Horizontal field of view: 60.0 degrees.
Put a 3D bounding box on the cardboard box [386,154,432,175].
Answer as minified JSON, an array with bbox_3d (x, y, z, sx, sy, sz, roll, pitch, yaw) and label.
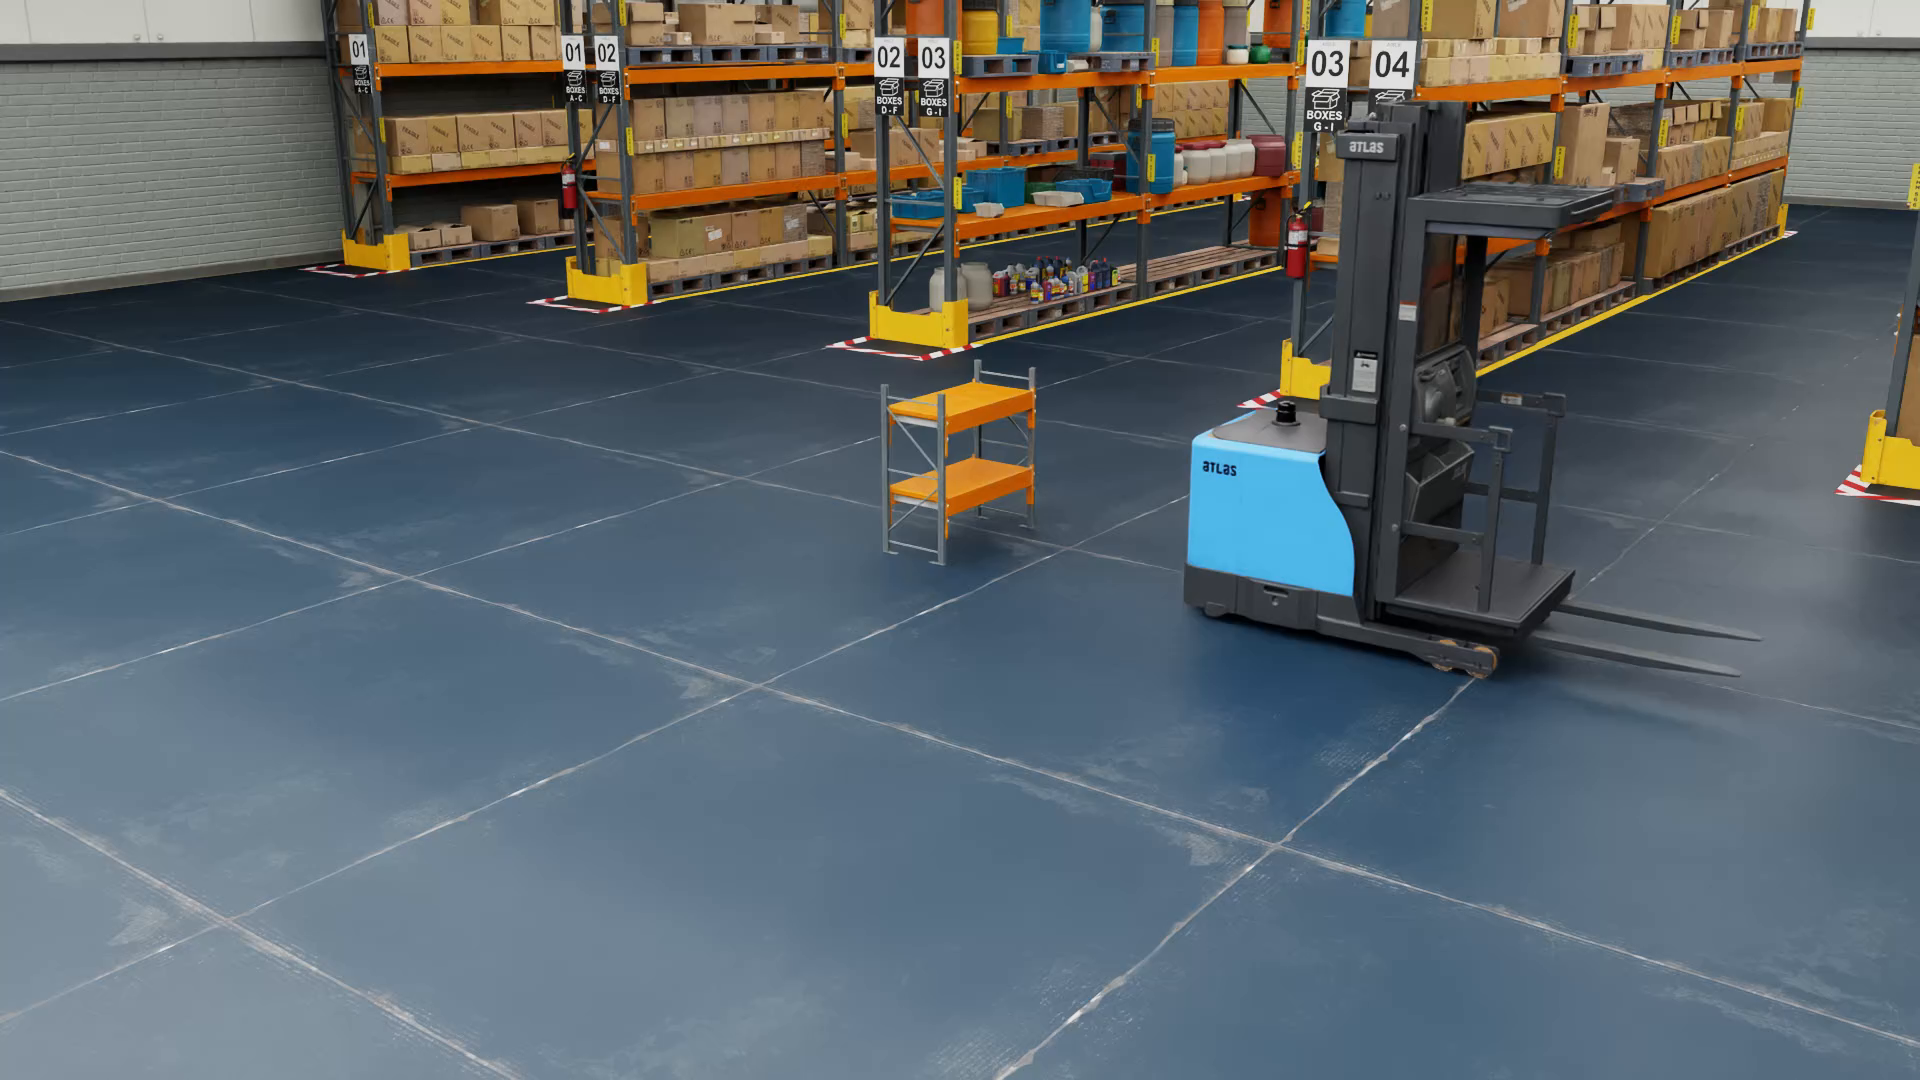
[{"bbox_3d":[-7.874,-5.347,23.624,0.500,0.250,0.500,12,21,33],"label":"cardboard box"}]

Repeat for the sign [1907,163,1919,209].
[{"bbox_3d":[7.010,-2.588,12.168,0.100,0.325,0.005,12,21,35],"label":"sign"}]

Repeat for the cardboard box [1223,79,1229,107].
[{"bbox_3d":[5.049,-8.656,32.206,0.500,0.500,0.500,12,21,34],"label":"cardboard box"}]

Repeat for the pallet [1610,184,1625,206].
[{"bbox_3d":[7.134,-4.058,19.578,1.003,0.211,1.213,12,21,35],"label":"pallet"}]

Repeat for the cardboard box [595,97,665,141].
[{"bbox_3d":[-4.120,-5.264,20.780,0.700,0.500,0.500,13,21,35],"label":"cardboard box"}]

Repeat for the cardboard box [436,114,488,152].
[{"bbox_3d":[-7.279,-5.944,24.281,0.500,0.500,0.500,12,21,33],"label":"cardboard box"}]

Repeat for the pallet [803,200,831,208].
[{"bbox_3d":[-3.123,-6.097,30.523,1.003,0.211,1.213,12,21,35],"label":"pallet"}]

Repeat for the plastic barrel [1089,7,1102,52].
[{"bbox_3d":[1.505,-6.170,20.100,0.421,0.512,0.421,0,17,0],"label":"plastic barrel"}]

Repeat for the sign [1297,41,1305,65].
[{"bbox_3d":[4.749,-6.791,23.173,0.100,0.325,0.005,12,21,35],"label":"sign"}]

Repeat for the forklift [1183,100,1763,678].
[{"bbox_3d":[2.827,-0.841,9.010,3.031,2.935,1.130,11,21,32],"label":"forklift"}]

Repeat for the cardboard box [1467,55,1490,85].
[{"bbox_3d":[4.609,-4.395,15.532,0.500,0.250,0.500,12,21,34],"label":"cardboard box"}]

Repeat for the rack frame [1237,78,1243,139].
[{"bbox_3d":[5.094,-8.286,32.867,1.000,3.000,0.127,12,21,35],"label":"rack frame"}]

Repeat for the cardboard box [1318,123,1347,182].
[{"bbox_3d":[3.643,-3.565,15.311,0.500,0.500,0.500,12,21,35],"label":"cardboard box"}]

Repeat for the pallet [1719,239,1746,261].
[{"bbox_3d":[11.180,-4.417,25.112,1.003,0.211,1.213,12,21,35],"label":"pallet"}]

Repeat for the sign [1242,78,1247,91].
[{"bbox_3d":[5.528,-8.887,32.317,0.100,0.325,0.005,12,21,35],"label":"sign"}]

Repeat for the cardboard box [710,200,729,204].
[{"bbox_3d":[-4.441,-5.988,28.942,0.700,0.500,0.500,12,21,35],"label":"cardboard box"}]

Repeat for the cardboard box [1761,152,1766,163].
[{"bbox_3d":[12.189,-5.907,25.632,0.380,0.149,0.250,13,21,36],"label":"cardboard box"}]

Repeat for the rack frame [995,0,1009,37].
[{"bbox_3d":[0.327,-9.245,25.842,1.000,3.000,0.127,12,21,35],"label":"rack frame"}]

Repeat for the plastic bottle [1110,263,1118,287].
[{"bbox_3d":[1.898,-3.291,20.623,0.061,0.283,0.133,14,22,37],"label":"plastic bottle"}]

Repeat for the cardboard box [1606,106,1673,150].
[{"bbox_3d":[8.729,-5.327,21.480,0.797,0.503,0.637,13,22,37],"label":"cardboard box"}]

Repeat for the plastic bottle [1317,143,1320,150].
[{"bbox_3d":[5.675,-6.107,26.061,0.152,0.276,0.135,12,21,35],"label":"plastic bottle"}]

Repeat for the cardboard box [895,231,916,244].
[{"bbox_3d":[-1.005,-4.613,24.968,0.500,0.250,0.500,12,21,33],"label":"cardboard box"}]

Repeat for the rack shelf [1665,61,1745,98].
[{"bbox_3d":[9.472,-6.194,22.287,1.077,0.370,4.000,12,21,35],"label":"rack shelf"}]

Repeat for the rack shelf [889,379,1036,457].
[{"bbox_3d":[0.004,-0.818,10.995,0.538,0.278,1.000,12,21,35],"label":"rack shelf"}]

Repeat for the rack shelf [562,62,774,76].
[{"bbox_3d":[-4.845,-7.867,27.675,1.077,0.370,4.000,12,21,35],"label":"rack shelf"}]

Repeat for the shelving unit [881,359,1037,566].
[{"bbox_3d":[0.004,-0.539,11.082,0.538,1.125,1.048,12,21,35],"label":"shelving unit"}]

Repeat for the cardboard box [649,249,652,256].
[{"bbox_3d":[-4.069,-3.663,21.911,0.500,0.250,0.500,12,21,35],"label":"cardboard box"}]

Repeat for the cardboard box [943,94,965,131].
[{"bbox_3d":[-0.494,-8.650,33.534,0.980,0.700,0.700,12,21,33],"label":"cardboard box"}]

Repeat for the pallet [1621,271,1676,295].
[{"bbox_3d":[8.811,-3.472,22.067,1.003,0.211,1.213,12,21,35],"label":"pallet"}]

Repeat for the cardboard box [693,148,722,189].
[{"bbox_3d":[-3.542,-4.875,21.715,0.700,0.500,0.500,13,21,35],"label":"cardboard box"}]

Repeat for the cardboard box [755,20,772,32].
[{"bbox_3d":[-2.890,-6.883,22.498,0.500,0.311,0.500,11,20,32],"label":"cardboard box"}]

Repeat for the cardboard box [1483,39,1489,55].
[{"bbox_3d":[4.777,-4.671,15.750,0.380,0.149,0.250,12,21,34],"label":"cardboard box"}]

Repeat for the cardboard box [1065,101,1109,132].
[{"bbox_3d":[2.249,-7.508,29.486,0.700,0.500,0.500,5,18,16],"label":"cardboard box"}]

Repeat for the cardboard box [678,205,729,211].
[{"bbox_3d":[-3.476,-4.260,22.569,0.500,0.500,0.500,12,21,35],"label":"cardboard box"}]

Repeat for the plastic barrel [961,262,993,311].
[{"bbox_3d":[0.166,-2.901,19.014,0.421,0.512,0.421,0,17,0],"label":"plastic barrel"}]

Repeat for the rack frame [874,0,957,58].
[{"bbox_3d":[-0.464,-6.464,16.884,1.000,3.000,0.127,12,21,35],"label":"rack frame"}]

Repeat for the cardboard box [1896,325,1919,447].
[{"bbox_3d":[7.788,-1.182,12.866,0.875,0.875,0.875,13,21,35],"label":"cardboard box"}]

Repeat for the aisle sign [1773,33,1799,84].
[{"bbox_3d":[13.331,-7.740,26.726,0.394,0.787,0.004,12,21,35],"label":"aisle sign"}]

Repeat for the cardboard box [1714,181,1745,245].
[{"bbox_3d":[11.122,-4.910,24.873,0.875,0.875,0.875,12,21,35],"label":"cardboard box"}]

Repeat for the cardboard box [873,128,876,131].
[{"bbox_3d":[-1.676,-7.775,31.613,0.380,0.149,0.250,12,21,35],"label":"cardboard box"}]

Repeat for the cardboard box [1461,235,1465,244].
[{"bbox_3d":[4.847,-2.969,16.171,0.380,0.149,0.250,12,21,35],"label":"cardboard box"}]

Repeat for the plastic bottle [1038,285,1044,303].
[{"bbox_3d":[0.929,-2.874,19.417,0.097,0.201,0.097,0,17,0],"label":"plastic bottle"}]

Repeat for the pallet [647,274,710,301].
[{"bbox_3d":[-4.018,-3.333,21.620,1.003,0.211,1.213,12,21,35],"label":"pallet"}]

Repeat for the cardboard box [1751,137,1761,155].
[{"bbox_3d":[11.759,-5.960,25.128,0.500,0.250,0.500,13,22,36],"label":"cardboard box"}]

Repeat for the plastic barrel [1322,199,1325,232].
[{"bbox_3d":[5.518,-5.055,25.952,0.421,0.512,0.421,0,17,0],"label":"plastic barrel"}]

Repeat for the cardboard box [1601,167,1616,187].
[{"bbox_3d":[7.504,-4.320,19.617,0.396,0.266,0.258,12,21,33],"label":"cardboard box"}]

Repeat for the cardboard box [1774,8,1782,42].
[{"bbox_3d":[12.349,-8.017,25.898,0.700,0.500,0.500,12,21,33],"label":"cardboard box"}]

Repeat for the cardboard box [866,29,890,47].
[{"bbox_3d":[-1.356,-7.265,24.069,0.500,0.250,0.500,10,20,29],"label":"cardboard box"}]

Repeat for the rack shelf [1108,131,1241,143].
[{"bbox_3d":[3.902,-7.466,31.440,1.077,0.370,4.000,12,21,35],"label":"rack shelf"}]

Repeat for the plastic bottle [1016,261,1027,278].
[{"bbox_3d":[0.740,-3.231,20.316,0.144,0.351,0.185,12,21,34],"label":"plastic bottle"}]

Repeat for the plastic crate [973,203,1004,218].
[{"bbox_3d":[0.328,-3.629,18.317,0.298,0.136,0.250,12,21,35],"label":"plastic crate"}]

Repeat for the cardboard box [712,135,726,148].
[{"bbox_3d":[-3.267,-5.195,21.652,0.380,0.149,0.250,12,21,34],"label":"cardboard box"}]

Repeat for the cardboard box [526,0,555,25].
[{"bbox_3d":[-6.437,-7.969,24.901,0.500,0.500,0.500,14,22,38],"label":"cardboard box"}]

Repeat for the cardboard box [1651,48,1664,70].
[{"bbox_3d":[8.194,-5.833,20.165,0.500,0.250,0.500,12,21,35],"label":"cardboard box"}]

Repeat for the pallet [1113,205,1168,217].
[{"bbox_3d":[3.120,-6.165,30.739,1.003,0.211,1.213,12,21,35],"label":"pallet"}]
